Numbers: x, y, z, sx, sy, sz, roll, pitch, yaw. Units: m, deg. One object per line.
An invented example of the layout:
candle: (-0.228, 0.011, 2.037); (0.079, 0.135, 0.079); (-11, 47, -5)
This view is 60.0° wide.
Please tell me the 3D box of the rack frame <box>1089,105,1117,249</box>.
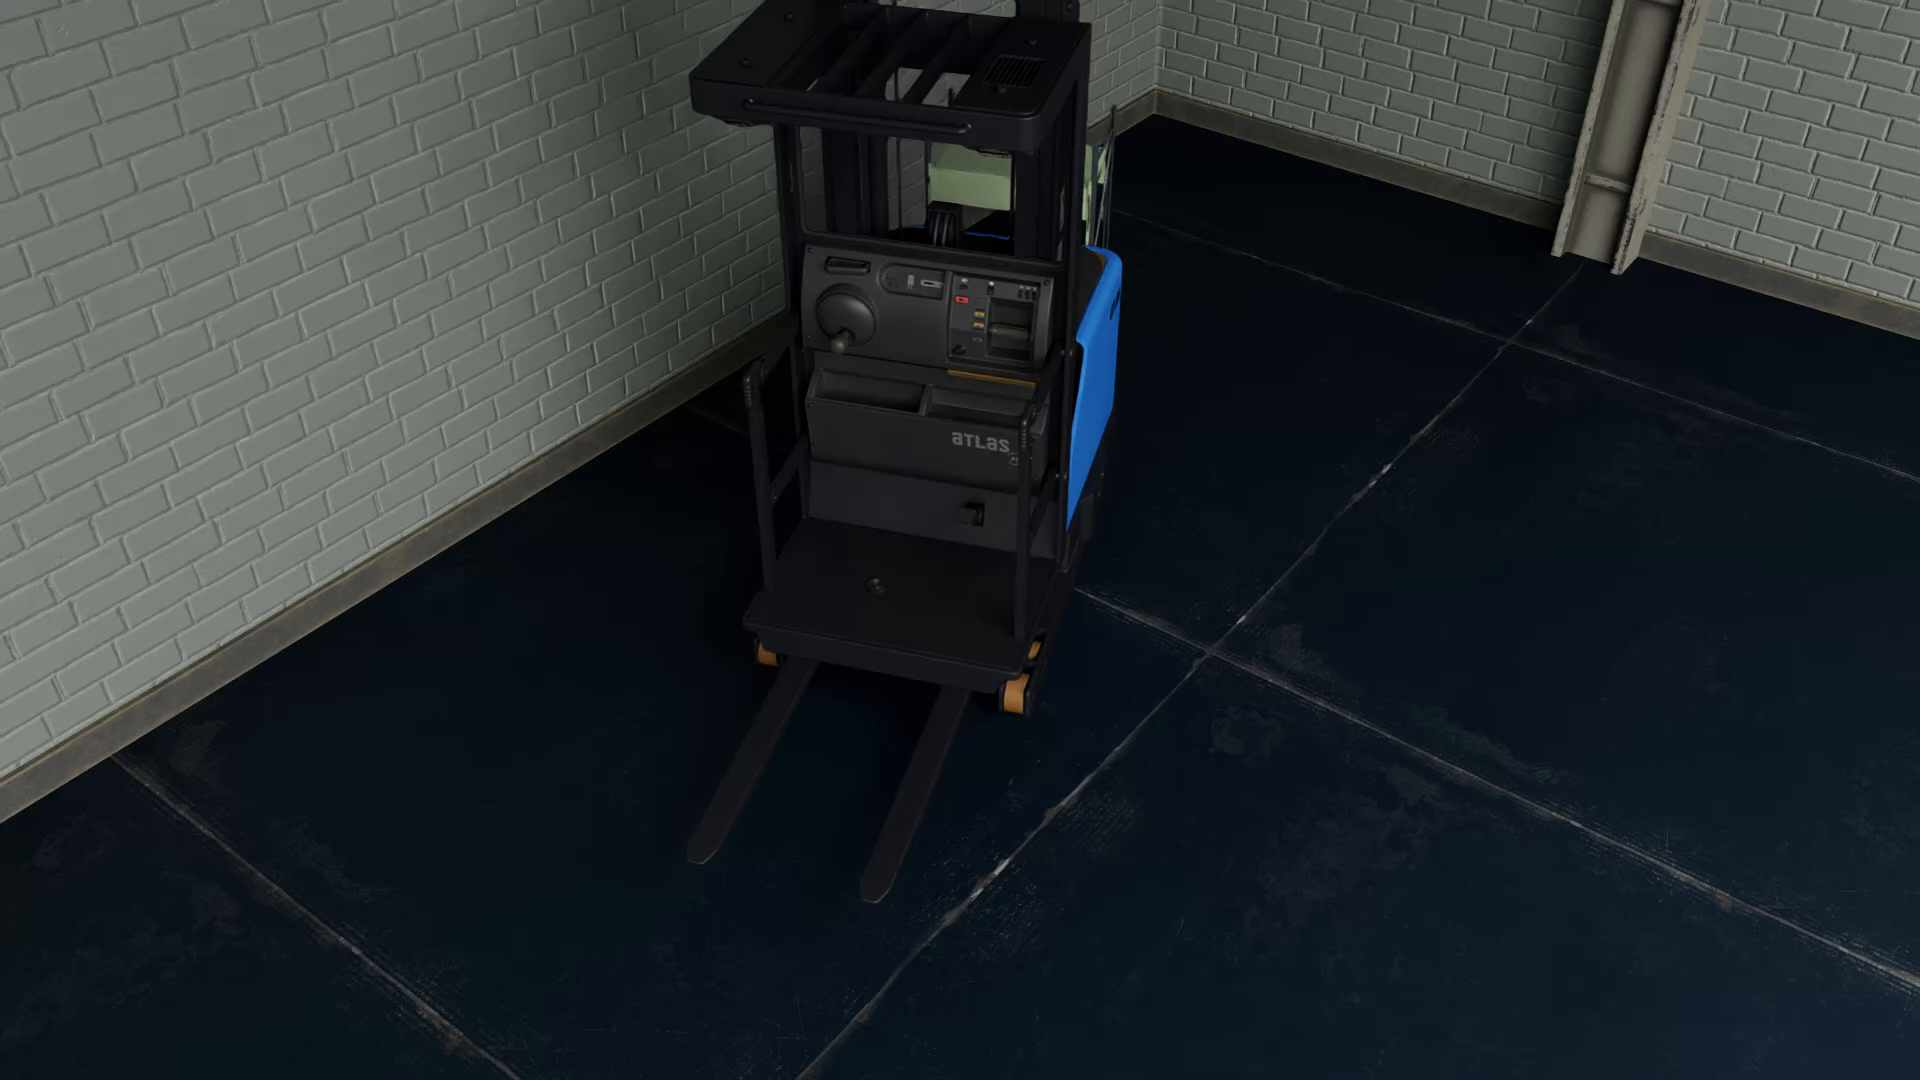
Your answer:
rack frame: (0.618, -1.182, 7.543); (0.023, 1.500, 0.400); (10, 39, 12)

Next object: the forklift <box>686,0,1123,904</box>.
forklift: (-0.181, -0.756, 5.838); (1.130, 2.935, 3.031); (10, 39, 12)

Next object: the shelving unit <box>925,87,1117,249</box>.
shelving unit: (0.265, -1.243, 7.621); (0.755, 1.500, 0.431); (10, 39, 12)

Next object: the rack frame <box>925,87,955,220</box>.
rack frame: (-0.087, -1.303, 7.698); (0.023, 1.500, 0.400); (10, 39, 12)

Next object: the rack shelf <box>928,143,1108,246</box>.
rack shelf: (0.265, -1.550, 7.380); (0.720, 0.370, 0.431); (10, 39, 12)

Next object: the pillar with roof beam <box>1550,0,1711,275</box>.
pillar with roof beam: (0.931, -3.033, 3.825); (0.400, 9.000, 9.100); (25, 45, 29)
